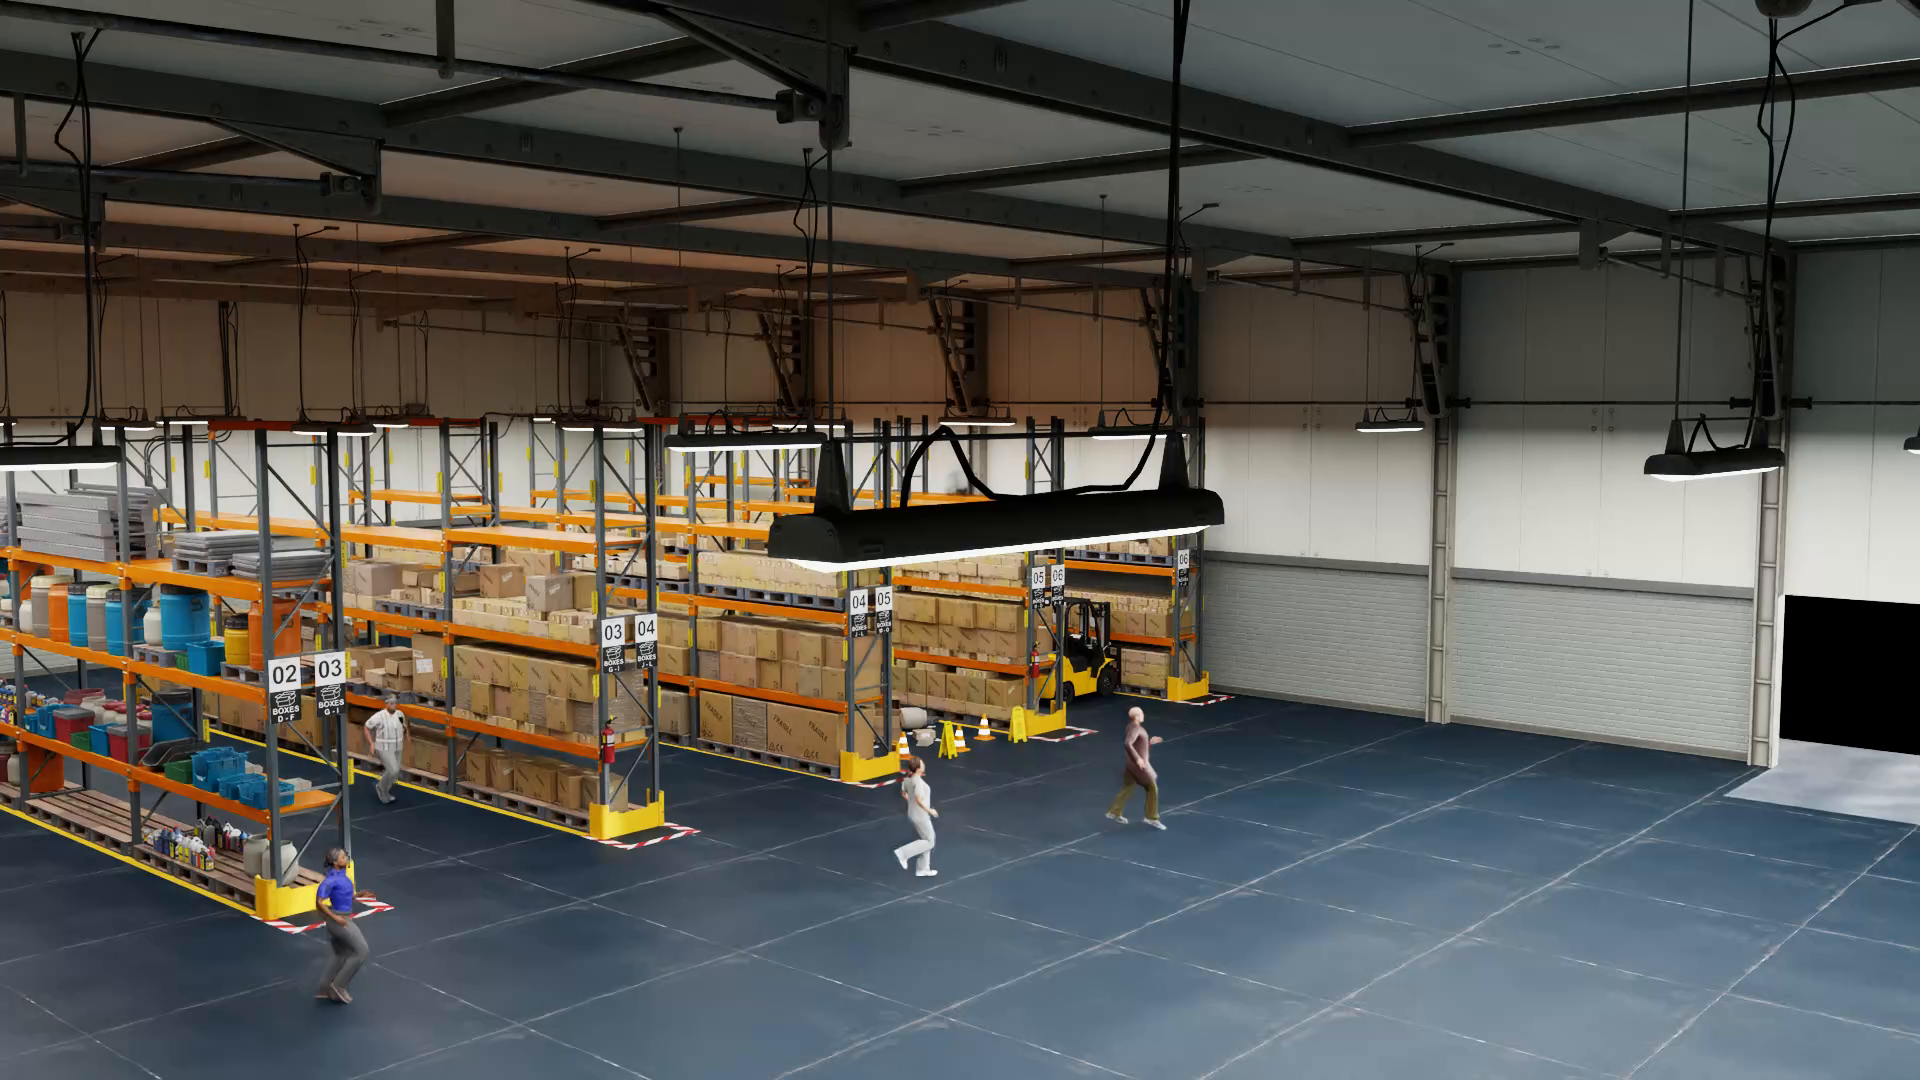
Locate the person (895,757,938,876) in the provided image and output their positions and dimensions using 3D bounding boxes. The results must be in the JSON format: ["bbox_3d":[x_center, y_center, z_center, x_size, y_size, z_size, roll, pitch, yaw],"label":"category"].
[{"bbox_3d":[-0.600,3.686,22.122,0.621,1.629,0.565,-2,5,-25],"label":"person"}]

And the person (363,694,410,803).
[{"bbox_3d":[-8.954,3.273,26.179,0.741,1.730,0.636,3,6,33],"label":"person"}]

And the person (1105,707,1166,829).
[{"bbox_3d":[2.599,3.386,24.629,0.903,1.835,0.676,-1,5,-15],"label":"person"}]

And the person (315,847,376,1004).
[{"bbox_3d":[-6.484,4.065,17.538,0.628,1.652,0.557,-2,5,-20],"label":"person"}]

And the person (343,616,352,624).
[{"bbox_3d":[-14.562,2.271,39.187,0.649,1.688,0.688,4,6,40],"label":"person"}]
